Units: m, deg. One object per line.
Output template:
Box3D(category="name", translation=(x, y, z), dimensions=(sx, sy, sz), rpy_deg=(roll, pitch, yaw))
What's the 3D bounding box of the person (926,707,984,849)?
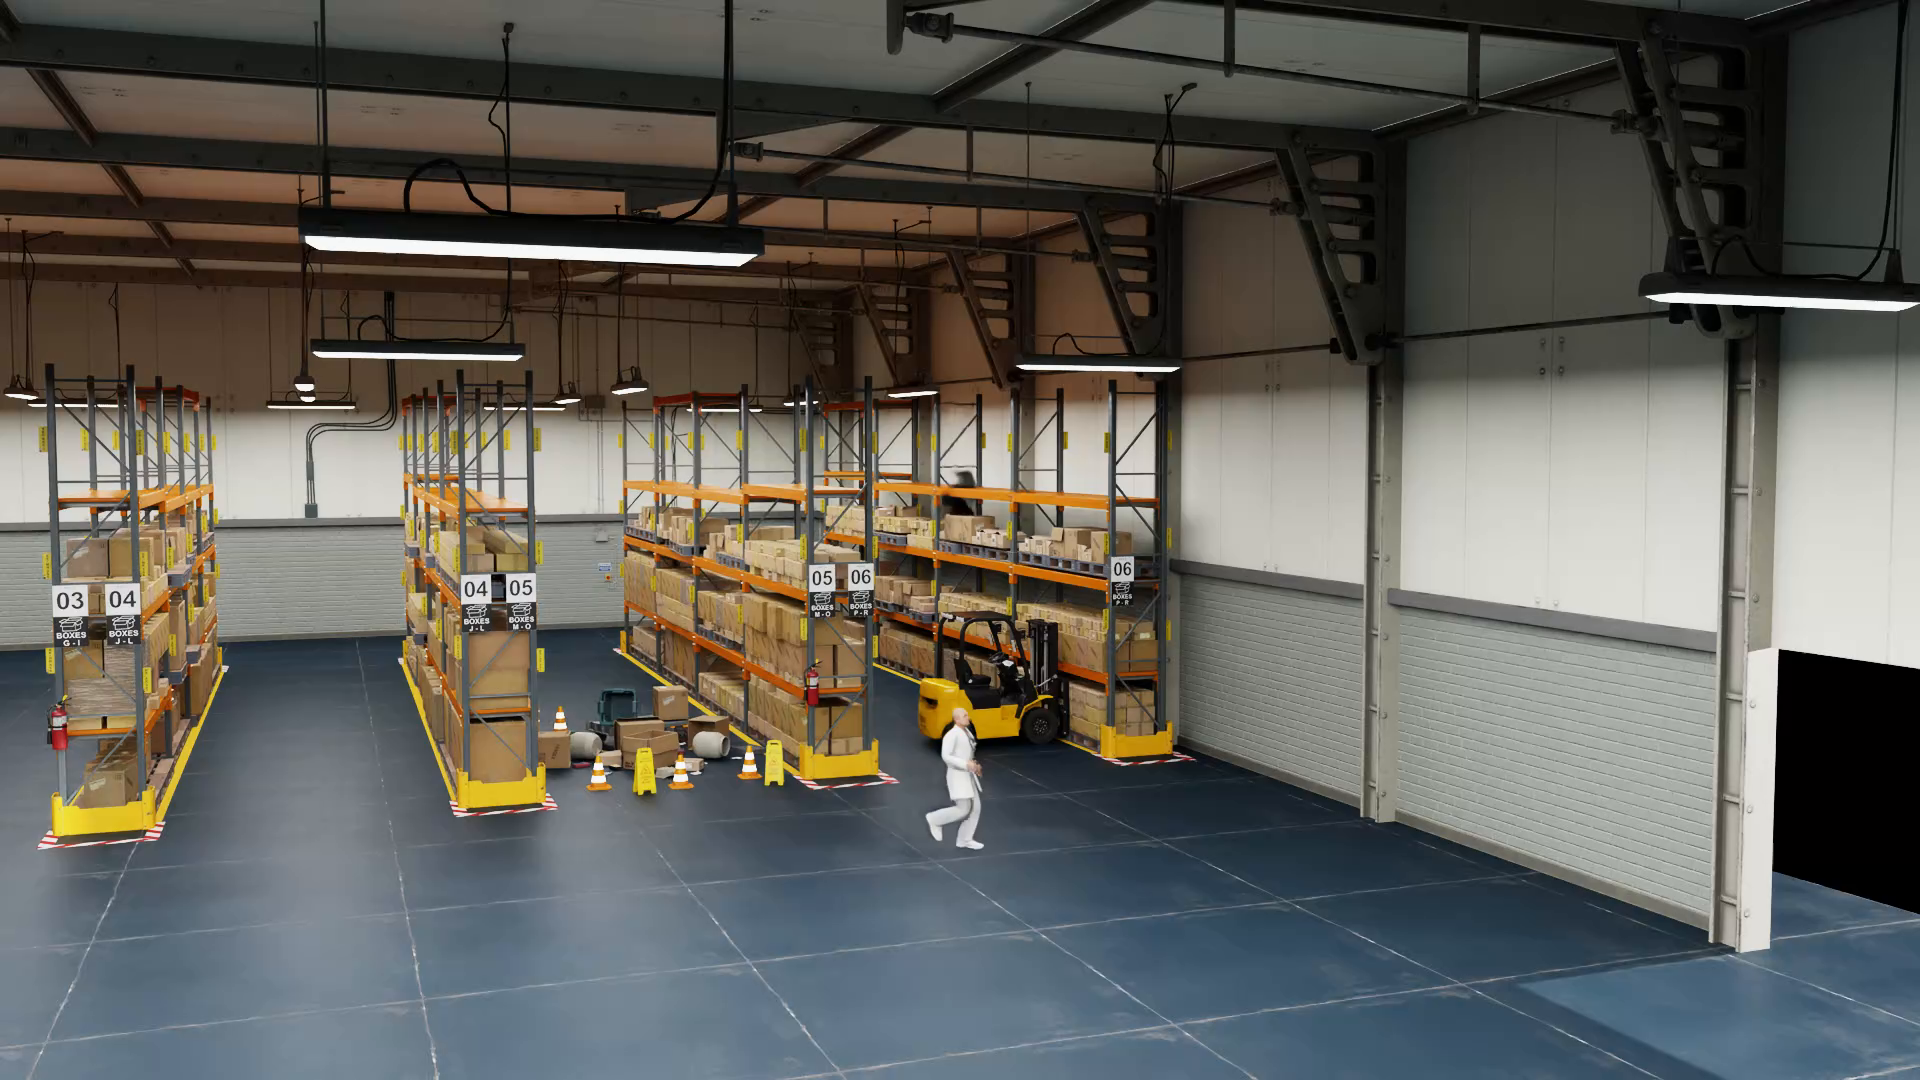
Box3D(category="person", translation=(-0.031, 2.930, 20.534), dimensions=(0.751, 1.734, 0.709), rpy_deg=(1, 4, 24))
